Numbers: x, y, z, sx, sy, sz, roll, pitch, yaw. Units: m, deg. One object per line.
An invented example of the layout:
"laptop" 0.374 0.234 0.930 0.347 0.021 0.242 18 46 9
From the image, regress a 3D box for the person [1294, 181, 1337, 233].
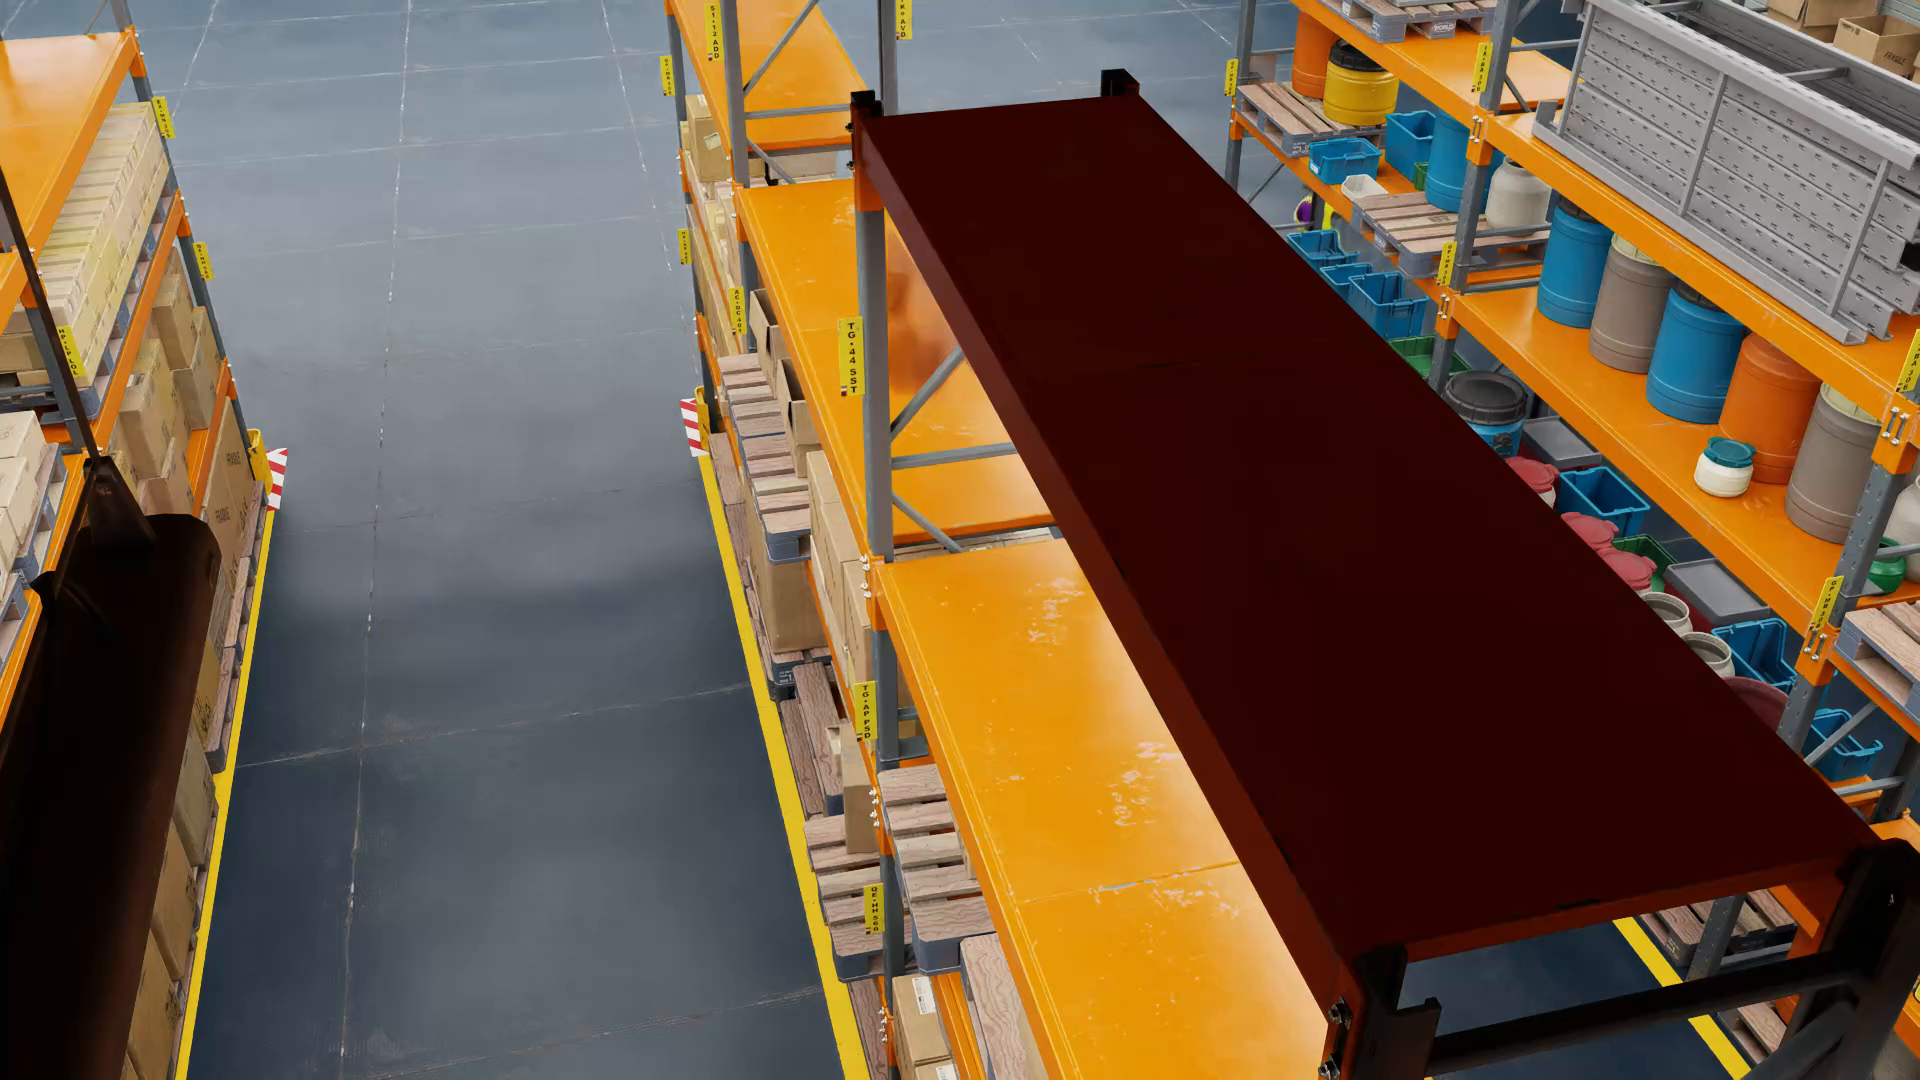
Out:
"person" 3.587 -3.058 17.063 0.531 1.702 0.757 28 43 34
